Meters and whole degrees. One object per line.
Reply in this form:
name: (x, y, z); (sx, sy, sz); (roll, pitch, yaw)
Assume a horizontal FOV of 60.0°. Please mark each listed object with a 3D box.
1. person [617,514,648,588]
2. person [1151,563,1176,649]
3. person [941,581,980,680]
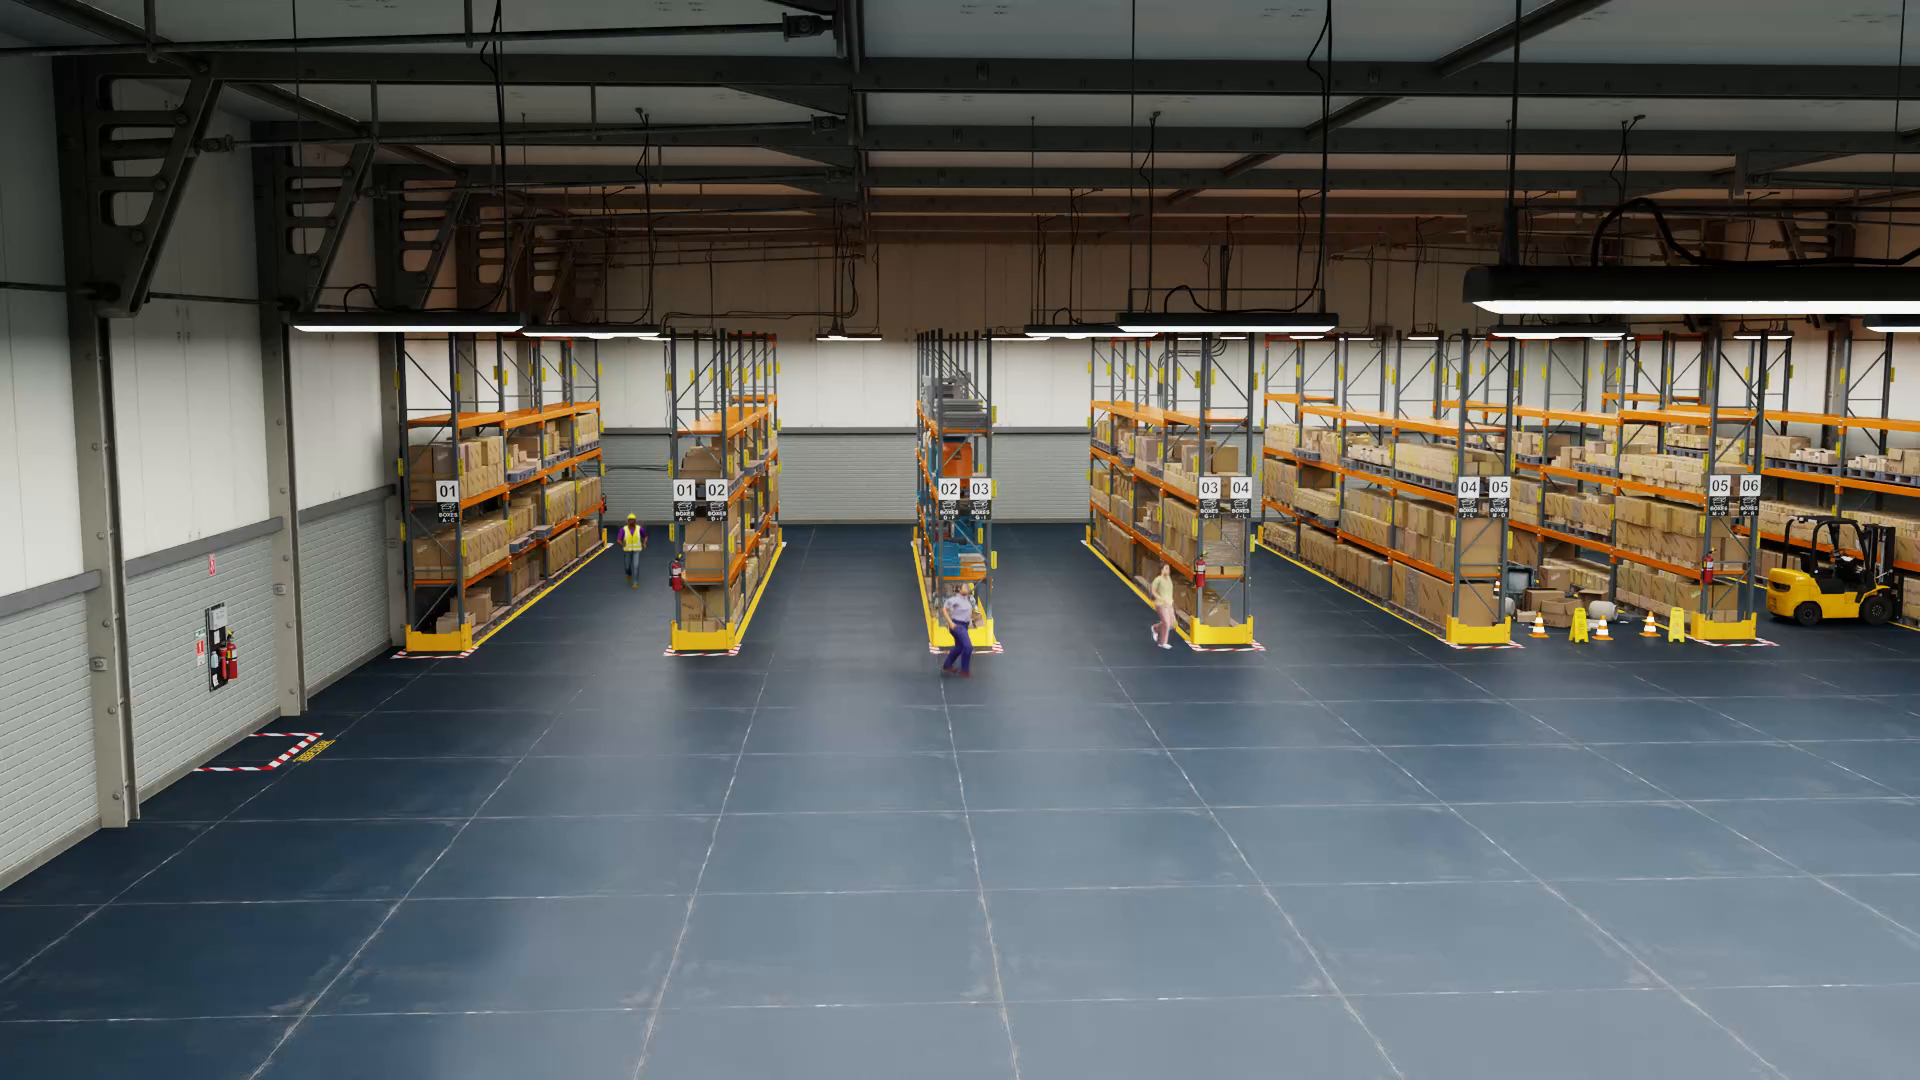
person: (-7.708, 0.253, 39.177); (0.714, 1.733, 0.791); (-1, 7, -11)
person: (3.806, 1.224, 31.418); (0.601, 1.632, 0.585); (-6, 9, -43)
person: (-0.011, 1.569, 28.596); (0.718, 1.703, 0.614); (3, 7, 22)
